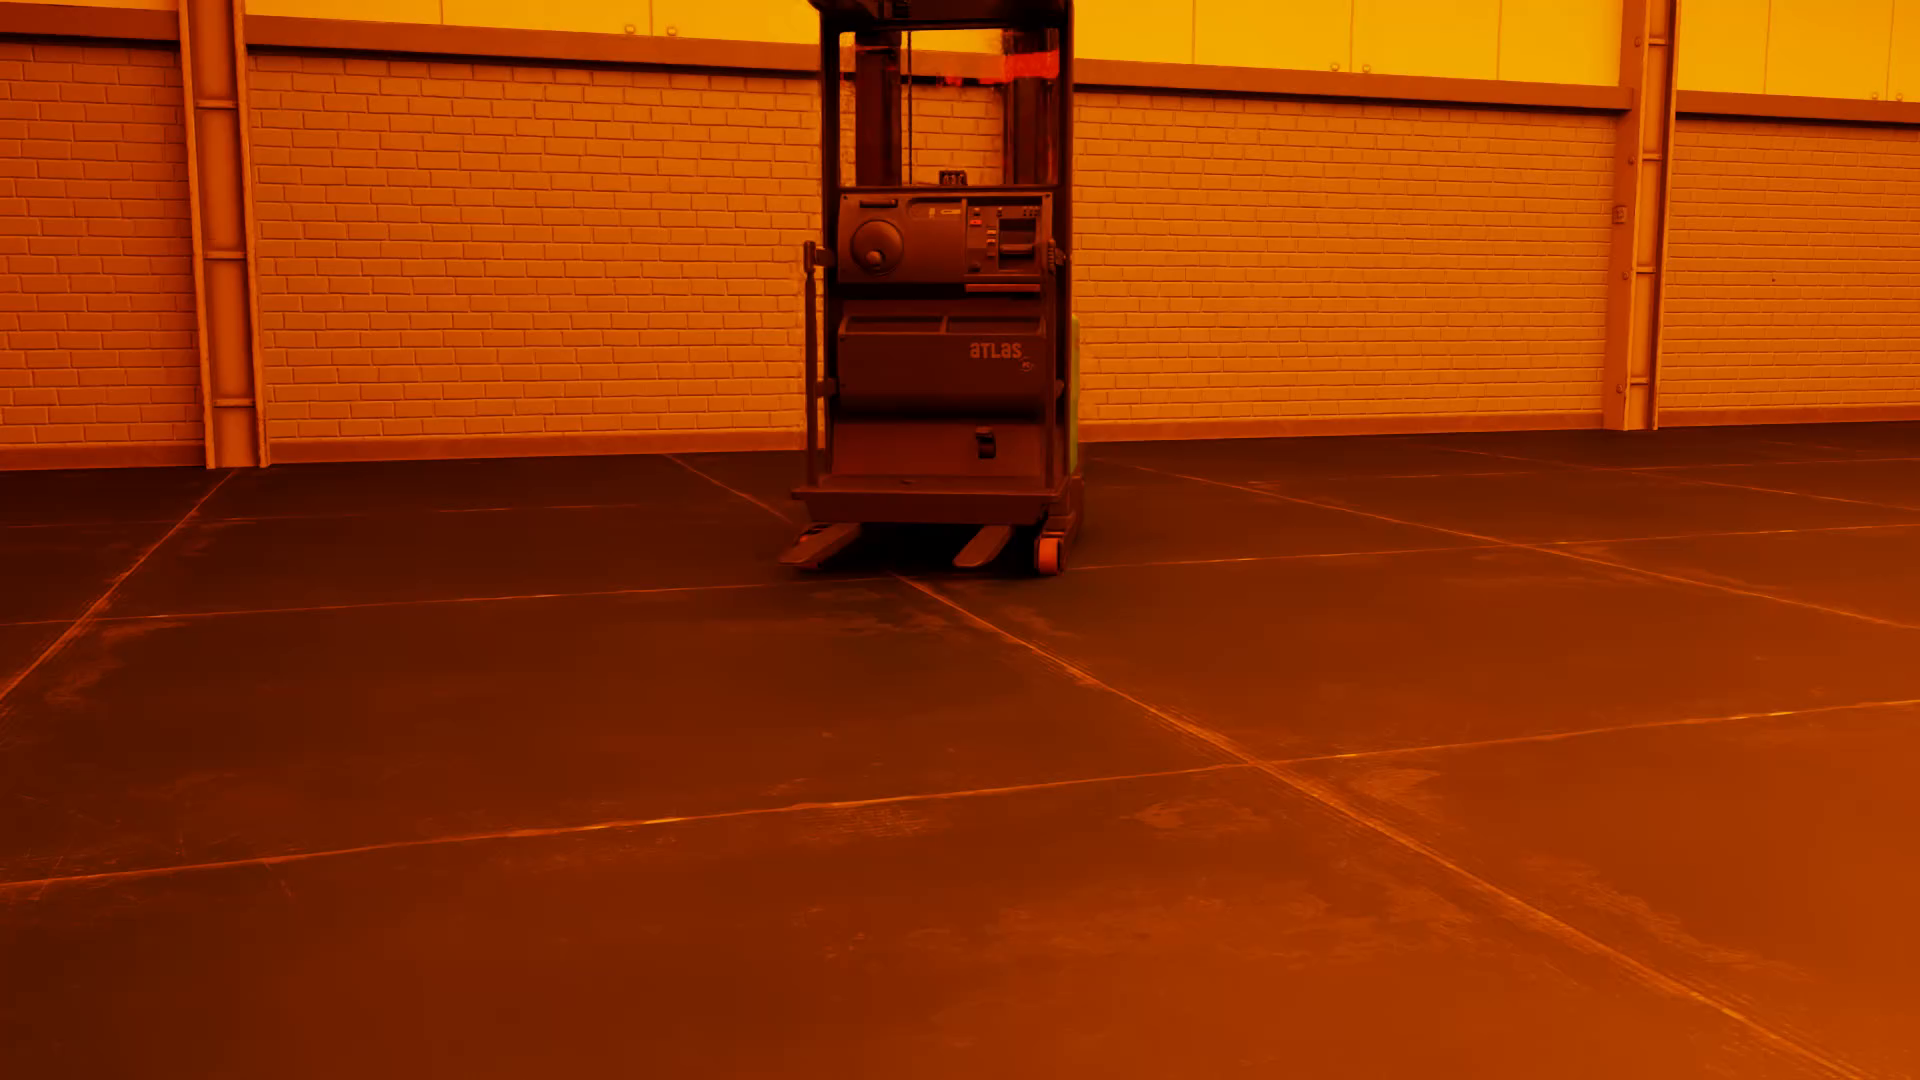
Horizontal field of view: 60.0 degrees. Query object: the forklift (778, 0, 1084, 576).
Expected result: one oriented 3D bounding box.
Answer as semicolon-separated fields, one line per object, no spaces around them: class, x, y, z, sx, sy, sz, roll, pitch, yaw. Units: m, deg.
forklift;-0.090;-1.351;6.979;1.130;2.935;3.031;1;8;7
